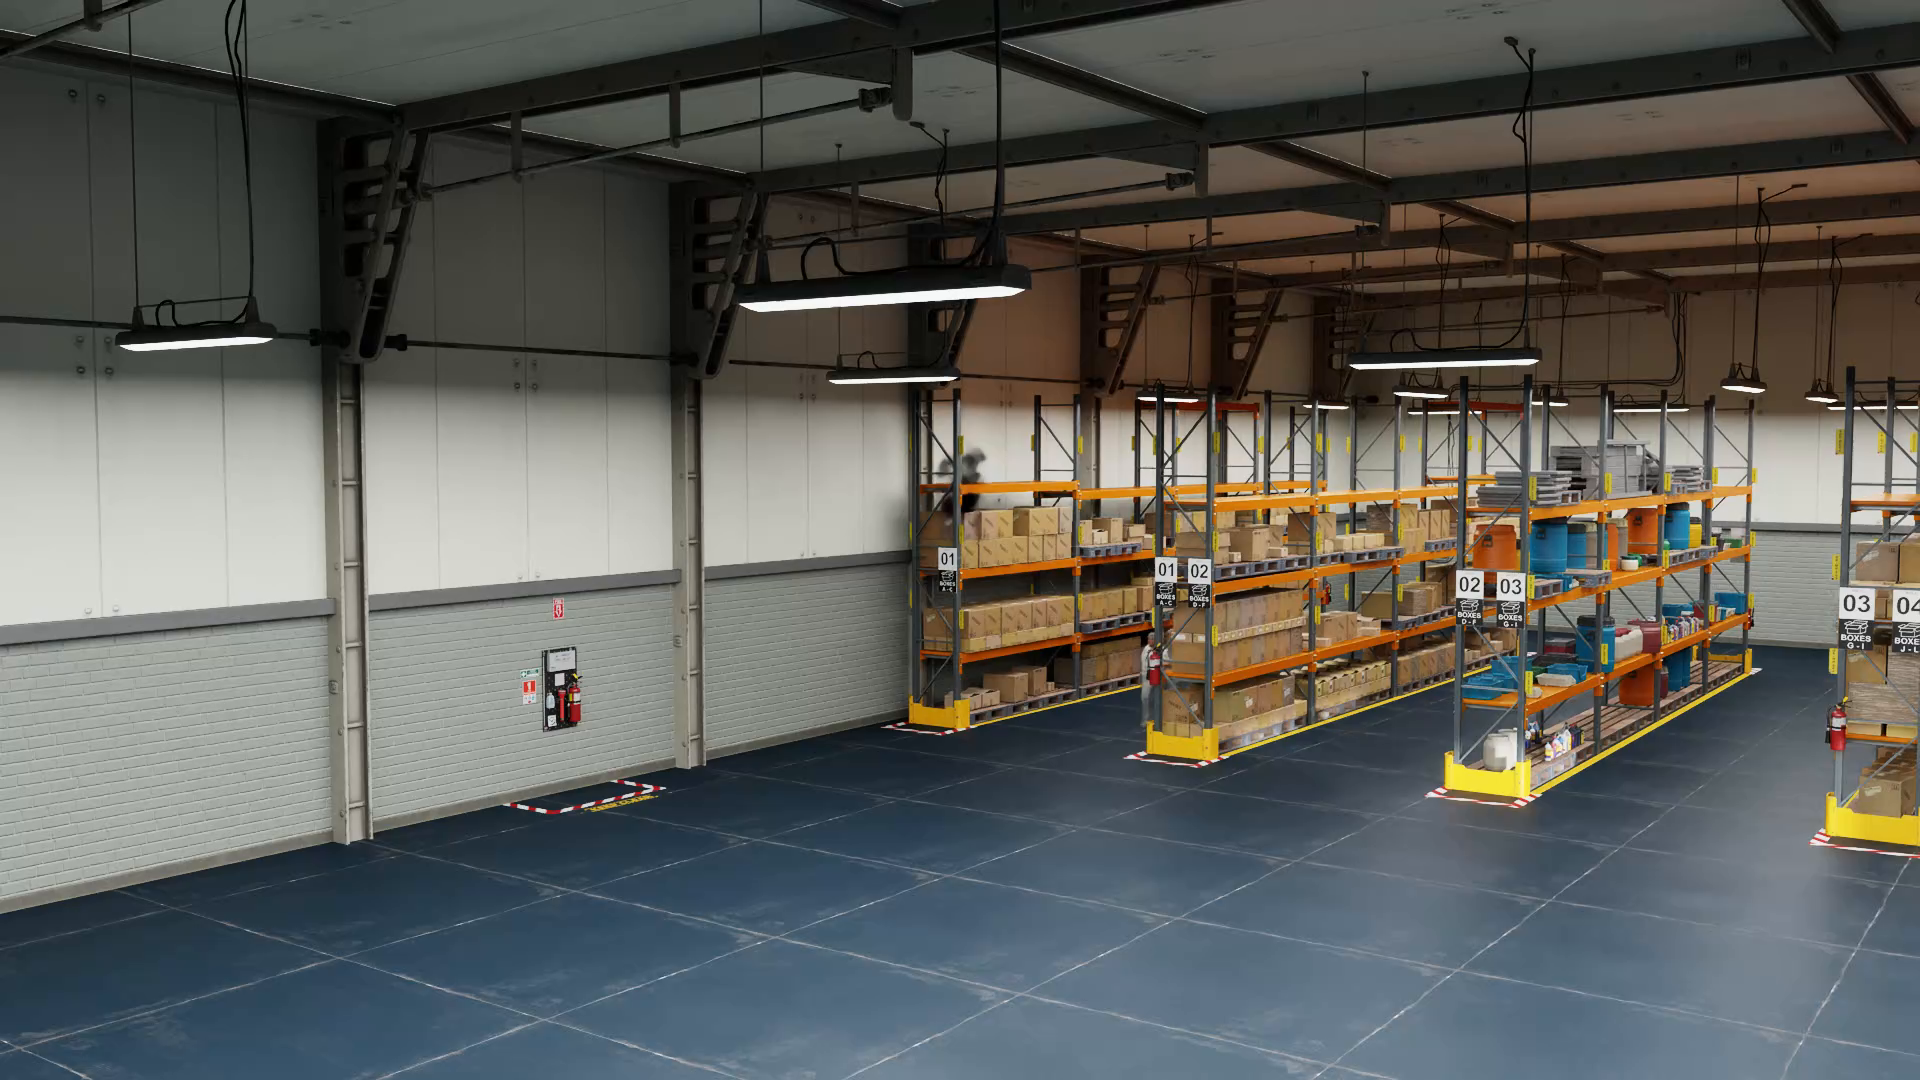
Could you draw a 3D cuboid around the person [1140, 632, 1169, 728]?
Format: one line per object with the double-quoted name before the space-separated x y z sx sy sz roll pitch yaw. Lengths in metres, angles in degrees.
"person" 3.486 2.506 29.673 0.574 1.728 0.754 2 4 30
